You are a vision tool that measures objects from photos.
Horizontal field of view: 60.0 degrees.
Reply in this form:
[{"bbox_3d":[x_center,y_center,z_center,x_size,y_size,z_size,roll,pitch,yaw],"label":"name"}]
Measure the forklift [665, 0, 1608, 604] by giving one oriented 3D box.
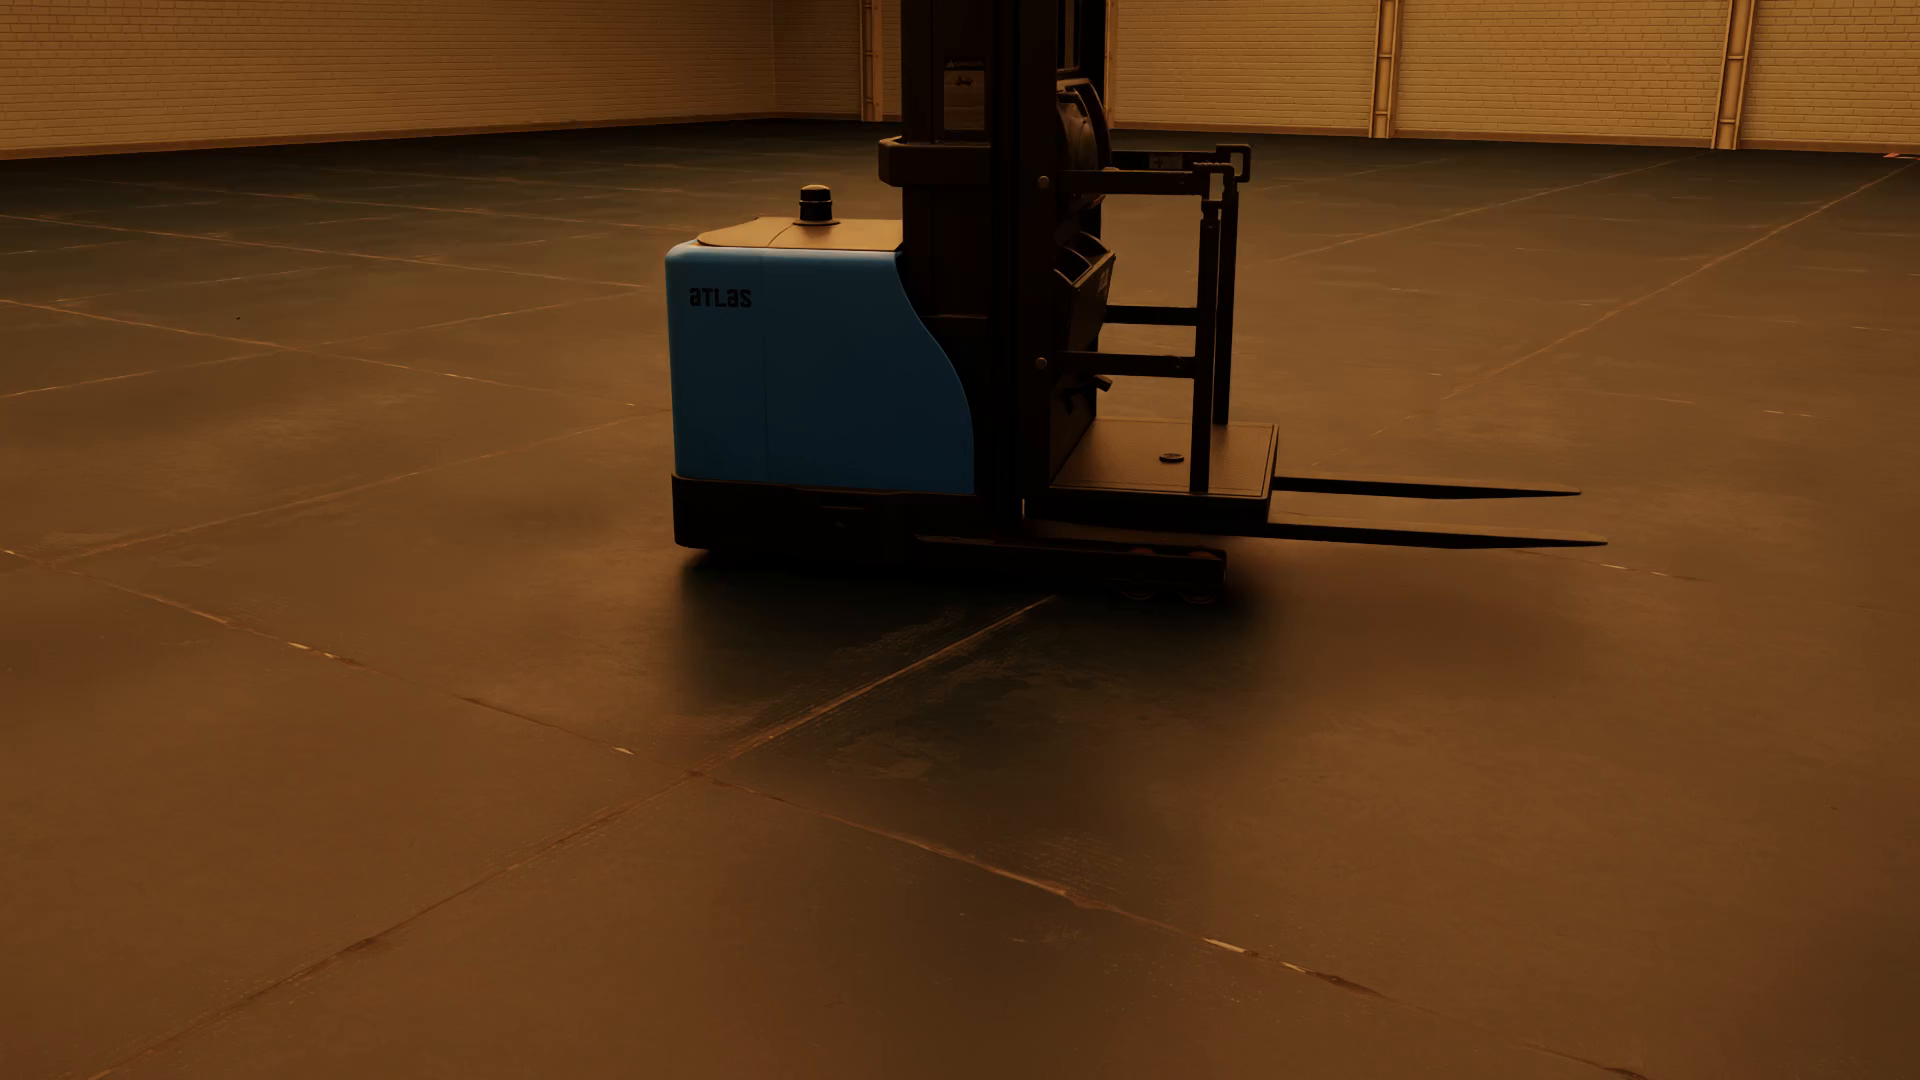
[{"bbox_3d":[0.595,-1.367,5.404,3.031,2.935,1.130,4,17,12],"label":"forklift"}]
